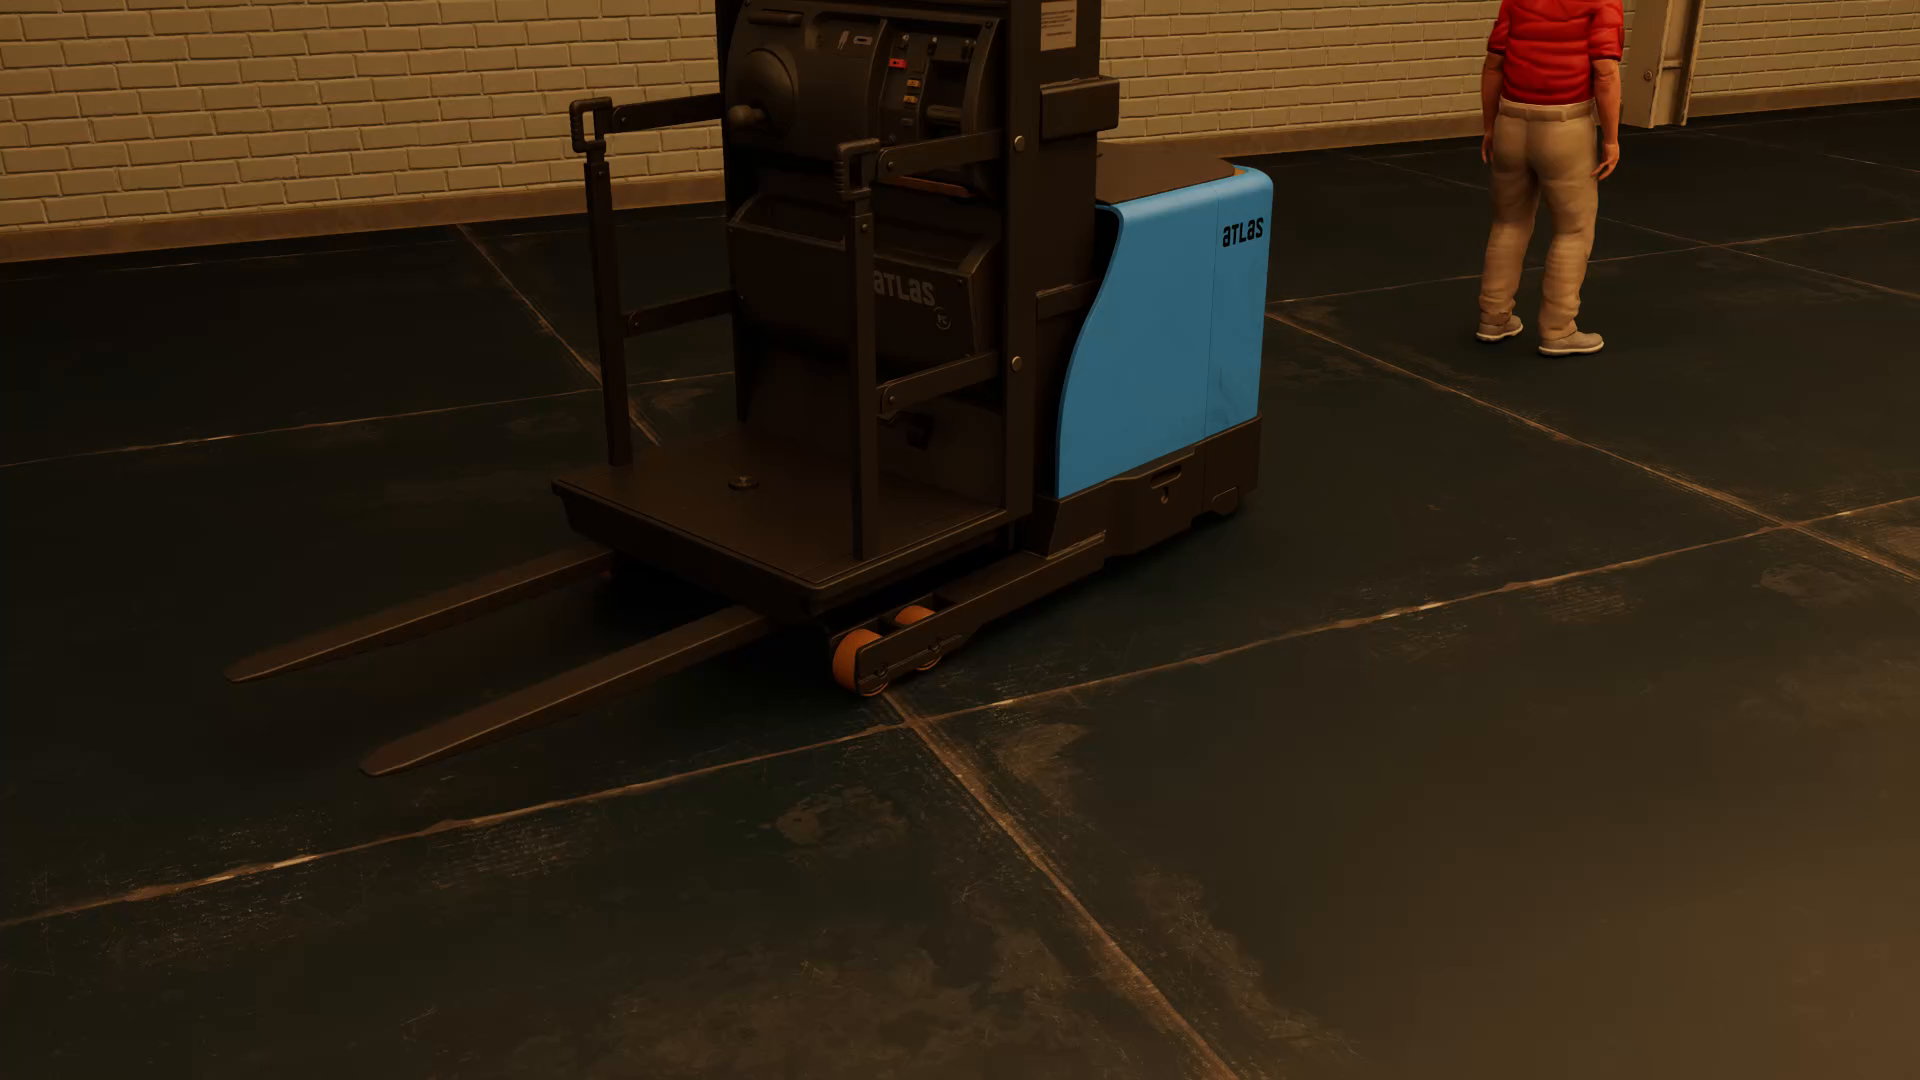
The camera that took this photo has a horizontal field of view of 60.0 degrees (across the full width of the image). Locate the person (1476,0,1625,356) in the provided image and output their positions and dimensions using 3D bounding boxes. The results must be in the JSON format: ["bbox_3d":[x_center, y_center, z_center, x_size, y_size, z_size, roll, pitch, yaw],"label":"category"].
[{"bbox_3d":[2.414,-1.644,6.811,0.399,1.726,0.601,-20,30,-40],"label":"person"}]

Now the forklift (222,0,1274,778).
[{"bbox_3d":[-0.413,-1.182,4.131,1.130,2.935,3.031,19,29,39],"label":"forklift"}]
